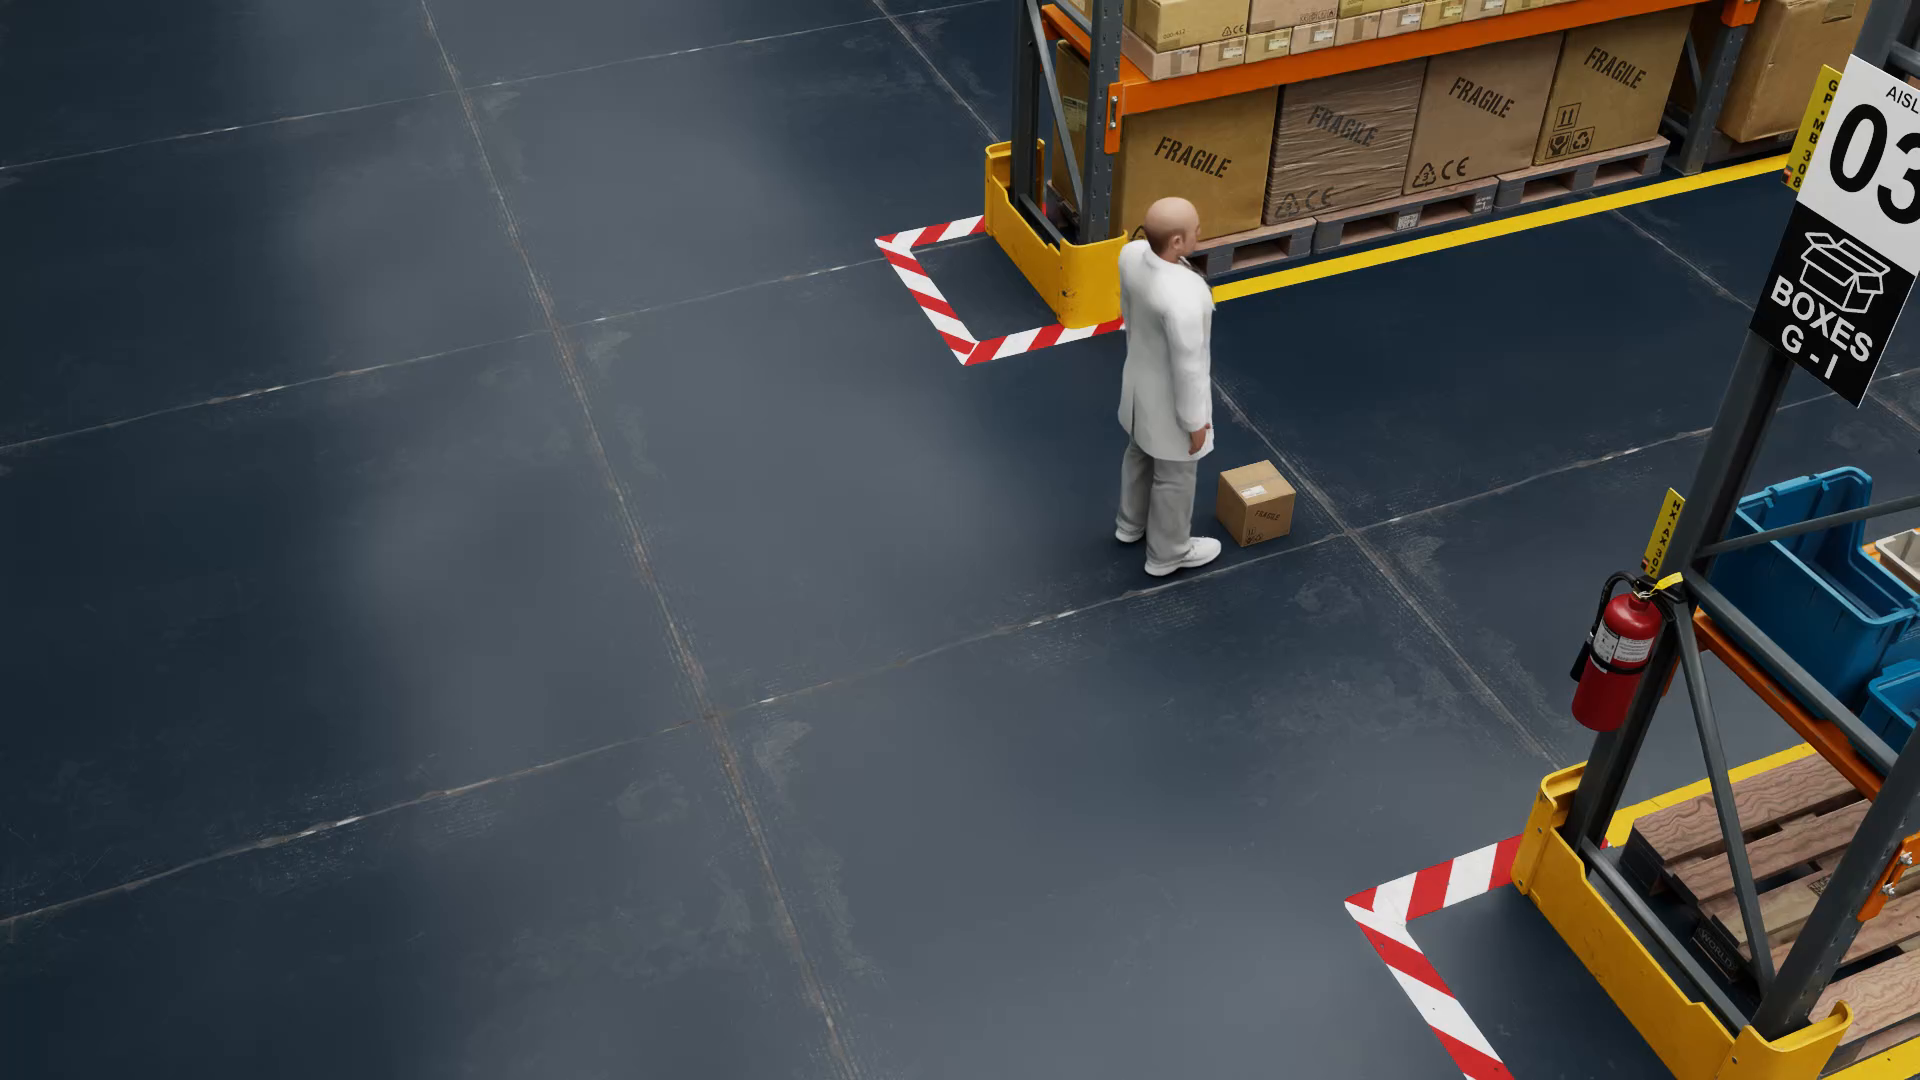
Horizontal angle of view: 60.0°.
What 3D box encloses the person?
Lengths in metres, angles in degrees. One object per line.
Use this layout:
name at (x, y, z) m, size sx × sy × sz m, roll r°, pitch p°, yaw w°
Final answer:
person at (0.904, -0.629, 6.868) m, size 0.463 × 1.791 × 0.619 m, roll -15°, pitch 43°, yaw -17°
